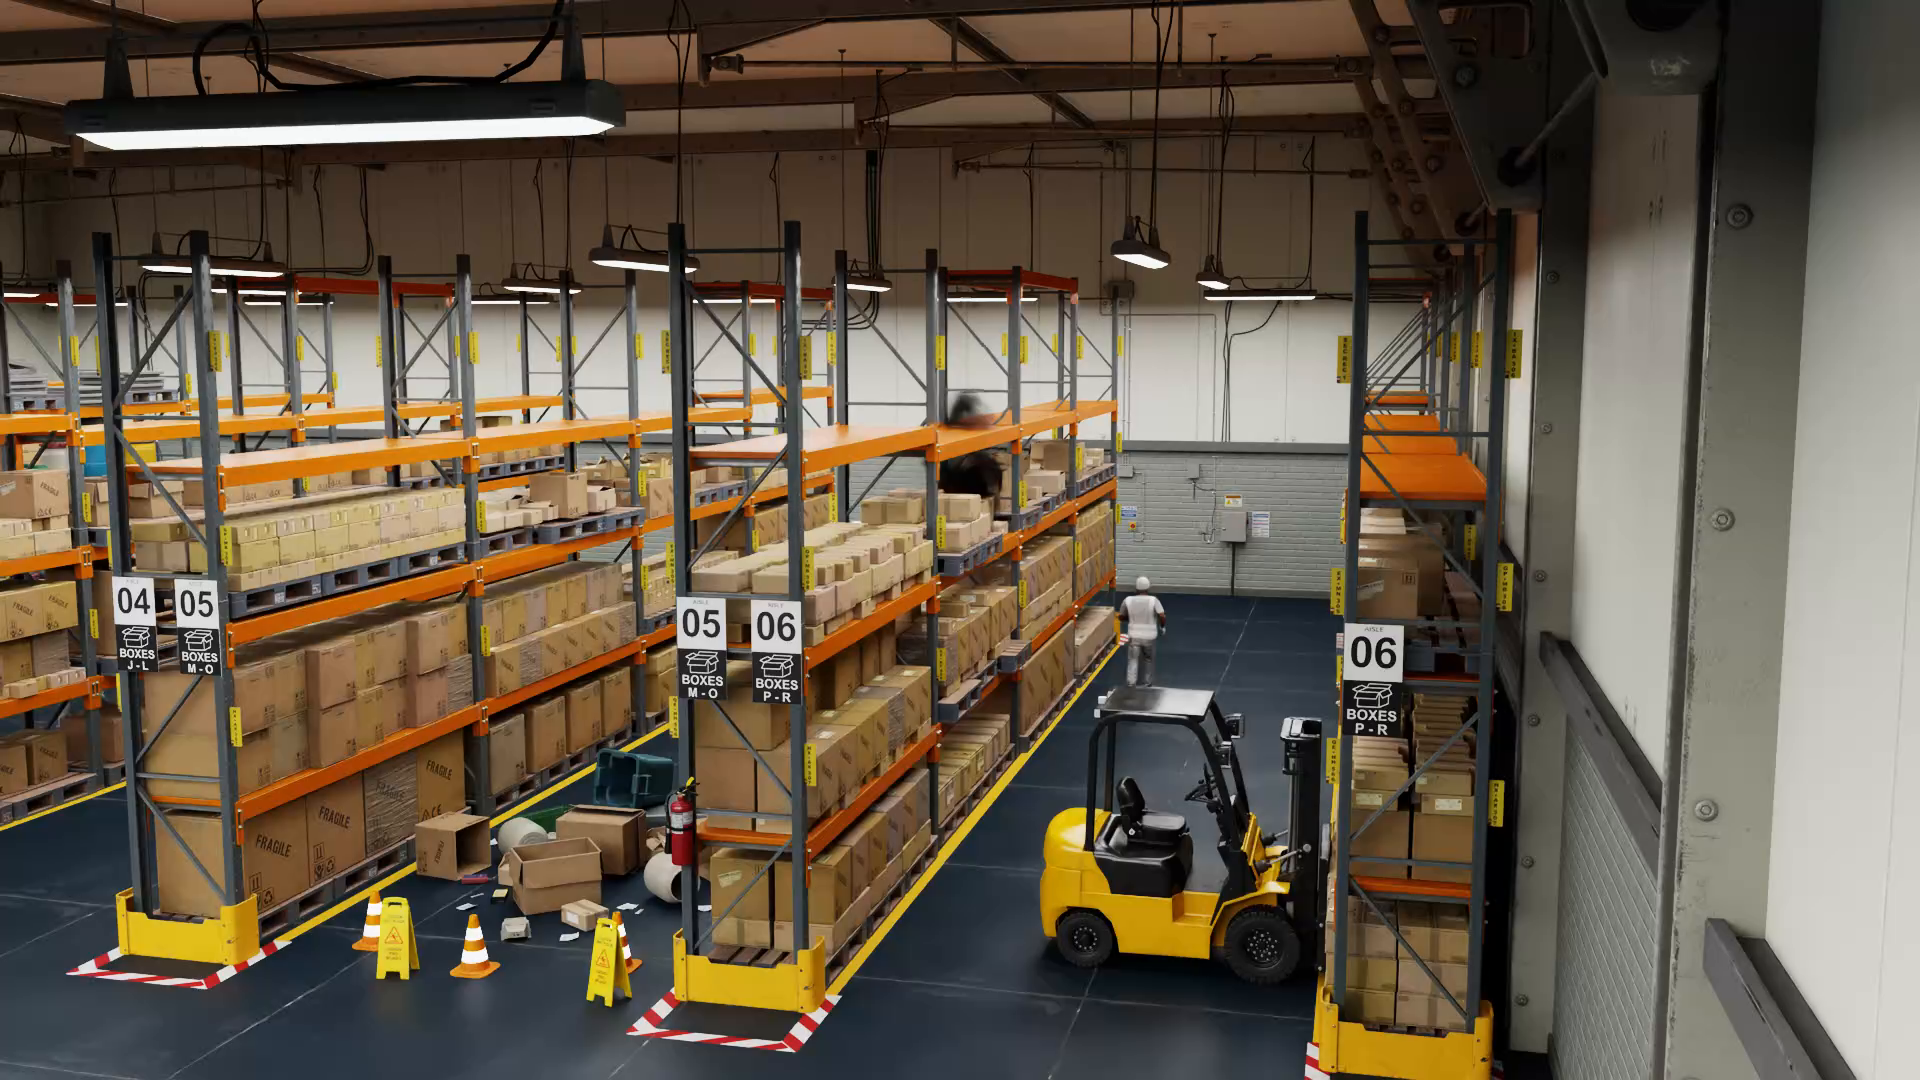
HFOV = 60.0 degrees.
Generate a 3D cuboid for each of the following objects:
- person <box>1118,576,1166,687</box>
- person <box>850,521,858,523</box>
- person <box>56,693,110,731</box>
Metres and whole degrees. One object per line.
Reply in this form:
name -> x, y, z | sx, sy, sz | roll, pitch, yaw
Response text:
person -> 2.605, 1.389, 23.781 | 0.696, 1.763, 0.941 | 1, 7, 12
person -> -2.014, 0.526, 30.658 | 0.948, 1.750, 0.663 | -1, 7, -12
person -> -11.480, 1.692, 21.622 | 0.589, 1.666, 0.893 | 1, 7, 12
